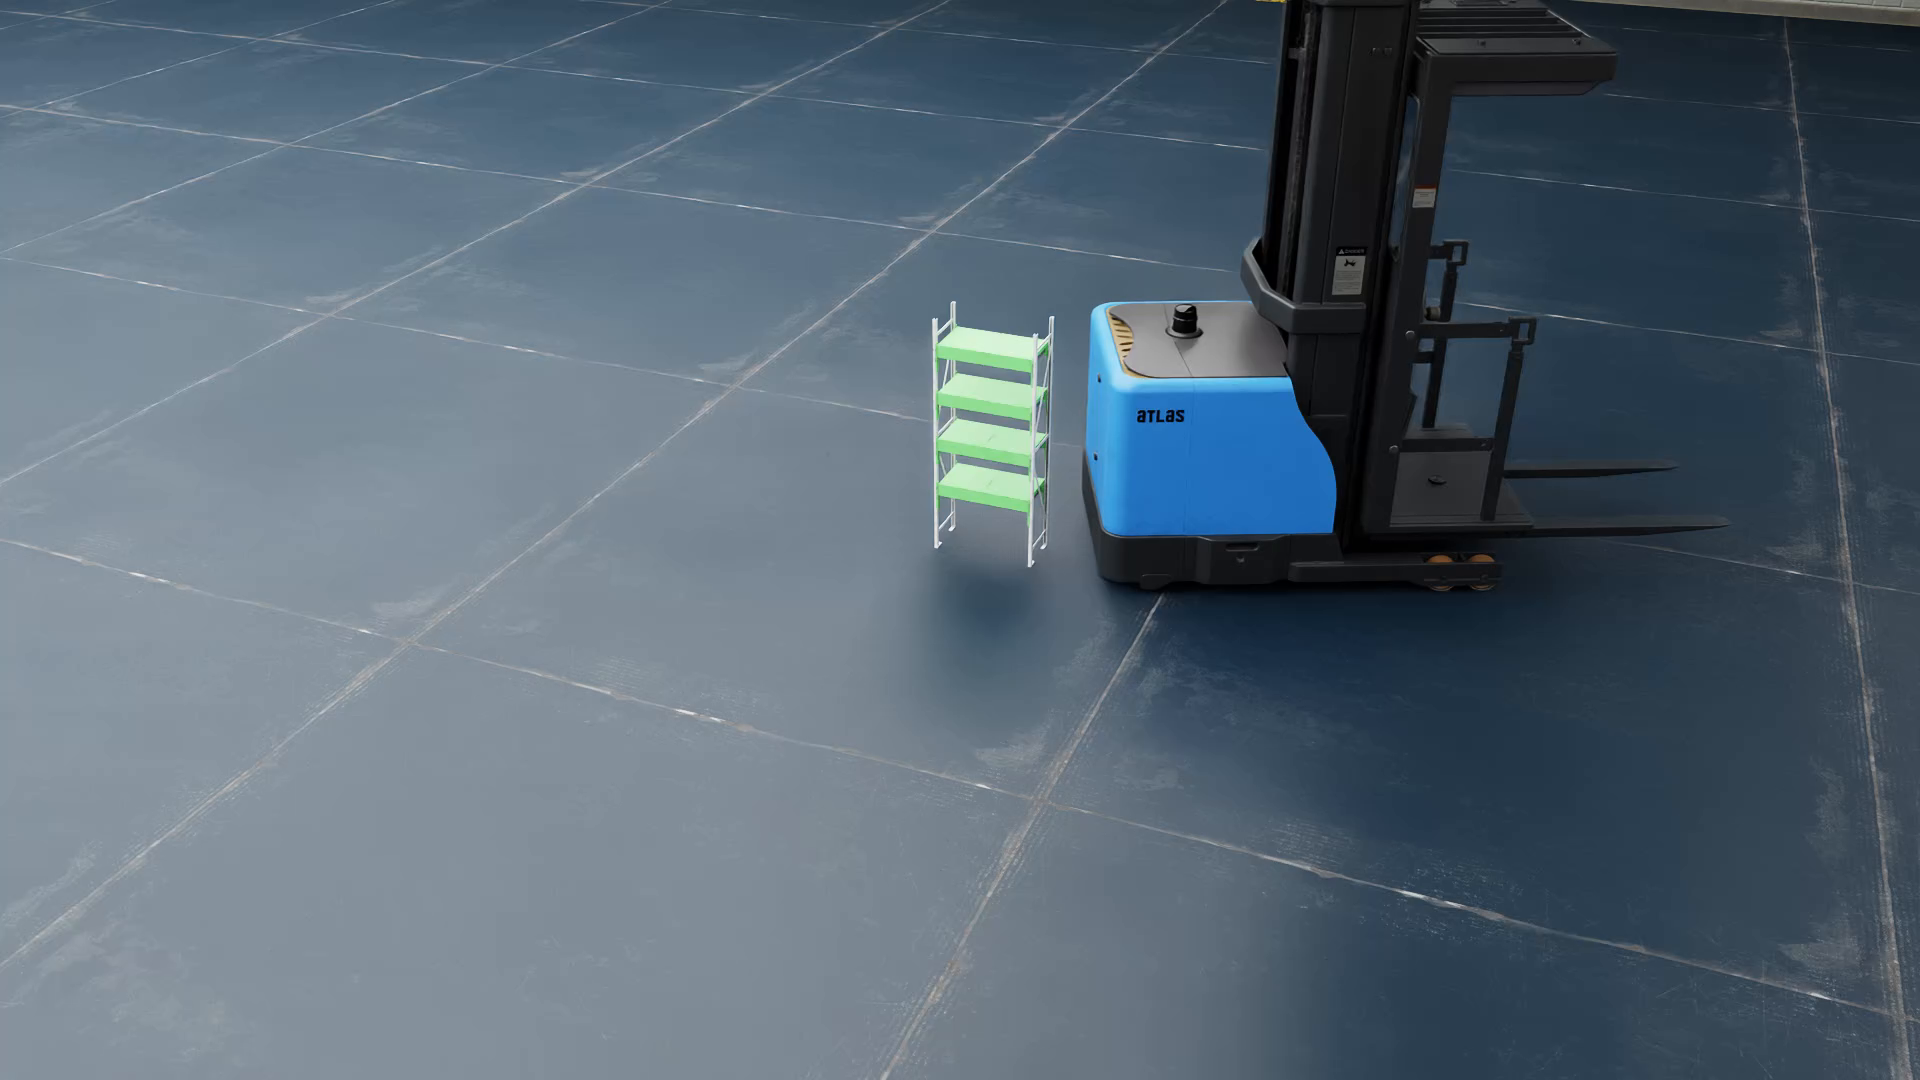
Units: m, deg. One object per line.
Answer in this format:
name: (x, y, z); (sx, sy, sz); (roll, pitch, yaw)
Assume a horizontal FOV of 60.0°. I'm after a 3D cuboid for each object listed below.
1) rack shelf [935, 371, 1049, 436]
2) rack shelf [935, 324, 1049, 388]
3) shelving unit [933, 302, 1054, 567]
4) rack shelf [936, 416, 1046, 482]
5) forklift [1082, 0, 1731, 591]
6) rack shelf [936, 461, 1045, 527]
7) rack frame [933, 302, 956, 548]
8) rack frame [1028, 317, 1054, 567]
rack shelf: (0.153, -0.645, 7.814); (0.480, 0.148, 0.258); (11, 31, 19)
rack shelf: (0.153, -0.854, 7.696); (0.480, 0.148, 0.258); (11, 31, 19)
shelving unit: (0.153, -0.492, 7.901); (0.503, 1.200, 0.258); (11, 31, 19)
rack shelf: (0.153, -0.436, 7.932); (0.480, 0.148, 0.258); (11, 31, 19)
forklift: (2.155, -1.296, 7.564); (3.031, 2.935, 1.130); (-1, 29, -2)
rack shelf: (0.153, -0.227, 8.050); (0.480, 0.148, 0.258); (11, 31, 19)
rack frame: (-0.073, -0.537, 7.980); (0.015, 1.200, 0.240); (11, 31, 19)
rack frame: (0.379, -0.447, 7.821); (0.015, 1.200, 0.240); (11, 31, 19)
